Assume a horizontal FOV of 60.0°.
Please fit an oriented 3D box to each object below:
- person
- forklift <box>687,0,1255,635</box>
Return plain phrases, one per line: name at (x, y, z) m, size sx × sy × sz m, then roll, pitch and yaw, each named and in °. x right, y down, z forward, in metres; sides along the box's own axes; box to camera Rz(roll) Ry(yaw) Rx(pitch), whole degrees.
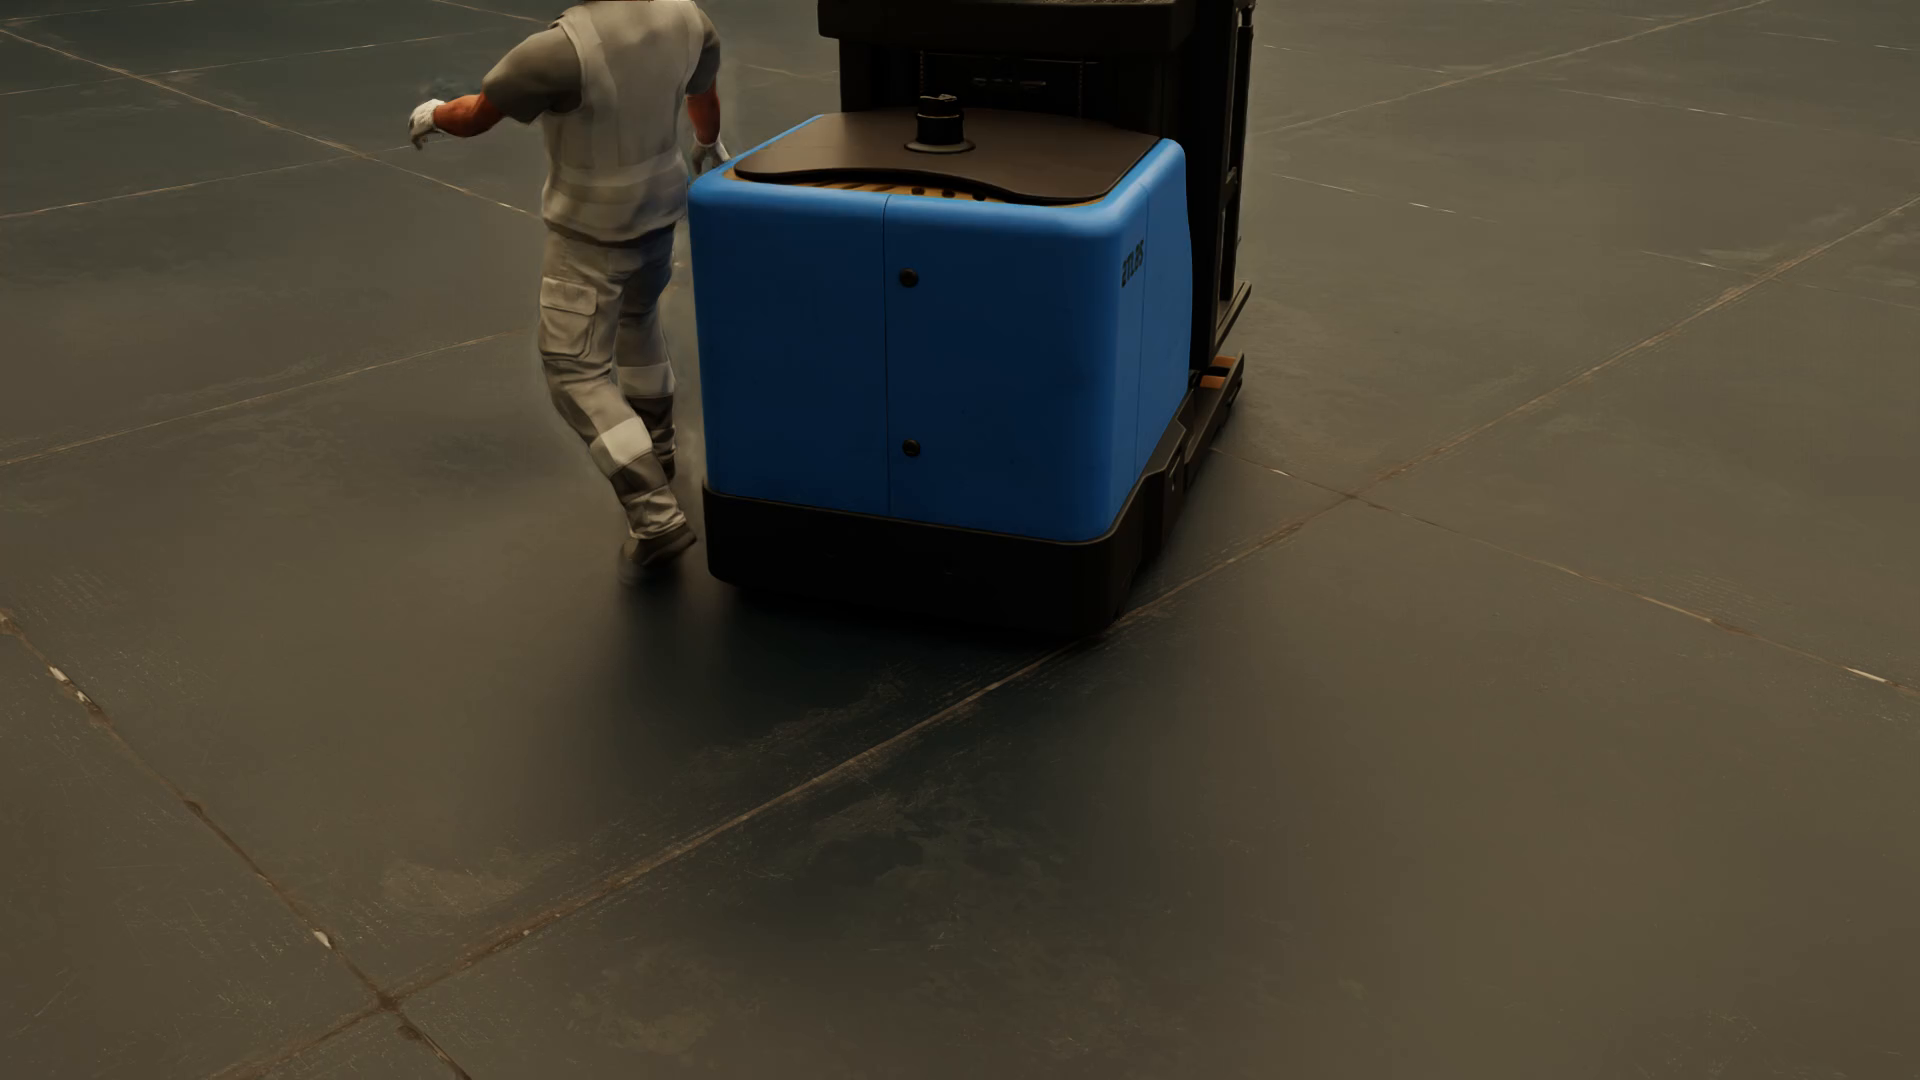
person at (-0.926, -0.879, 4.457) m, size 0.894 × 1.729 × 0.848 m, roll 14°, pitch 29°, yaw 26°
forklift at (0.296, -1.719, 4.718) m, size 1.130 × 2.935 × 3.031 m, roll 8°, pitch 27°, yaw 16°
